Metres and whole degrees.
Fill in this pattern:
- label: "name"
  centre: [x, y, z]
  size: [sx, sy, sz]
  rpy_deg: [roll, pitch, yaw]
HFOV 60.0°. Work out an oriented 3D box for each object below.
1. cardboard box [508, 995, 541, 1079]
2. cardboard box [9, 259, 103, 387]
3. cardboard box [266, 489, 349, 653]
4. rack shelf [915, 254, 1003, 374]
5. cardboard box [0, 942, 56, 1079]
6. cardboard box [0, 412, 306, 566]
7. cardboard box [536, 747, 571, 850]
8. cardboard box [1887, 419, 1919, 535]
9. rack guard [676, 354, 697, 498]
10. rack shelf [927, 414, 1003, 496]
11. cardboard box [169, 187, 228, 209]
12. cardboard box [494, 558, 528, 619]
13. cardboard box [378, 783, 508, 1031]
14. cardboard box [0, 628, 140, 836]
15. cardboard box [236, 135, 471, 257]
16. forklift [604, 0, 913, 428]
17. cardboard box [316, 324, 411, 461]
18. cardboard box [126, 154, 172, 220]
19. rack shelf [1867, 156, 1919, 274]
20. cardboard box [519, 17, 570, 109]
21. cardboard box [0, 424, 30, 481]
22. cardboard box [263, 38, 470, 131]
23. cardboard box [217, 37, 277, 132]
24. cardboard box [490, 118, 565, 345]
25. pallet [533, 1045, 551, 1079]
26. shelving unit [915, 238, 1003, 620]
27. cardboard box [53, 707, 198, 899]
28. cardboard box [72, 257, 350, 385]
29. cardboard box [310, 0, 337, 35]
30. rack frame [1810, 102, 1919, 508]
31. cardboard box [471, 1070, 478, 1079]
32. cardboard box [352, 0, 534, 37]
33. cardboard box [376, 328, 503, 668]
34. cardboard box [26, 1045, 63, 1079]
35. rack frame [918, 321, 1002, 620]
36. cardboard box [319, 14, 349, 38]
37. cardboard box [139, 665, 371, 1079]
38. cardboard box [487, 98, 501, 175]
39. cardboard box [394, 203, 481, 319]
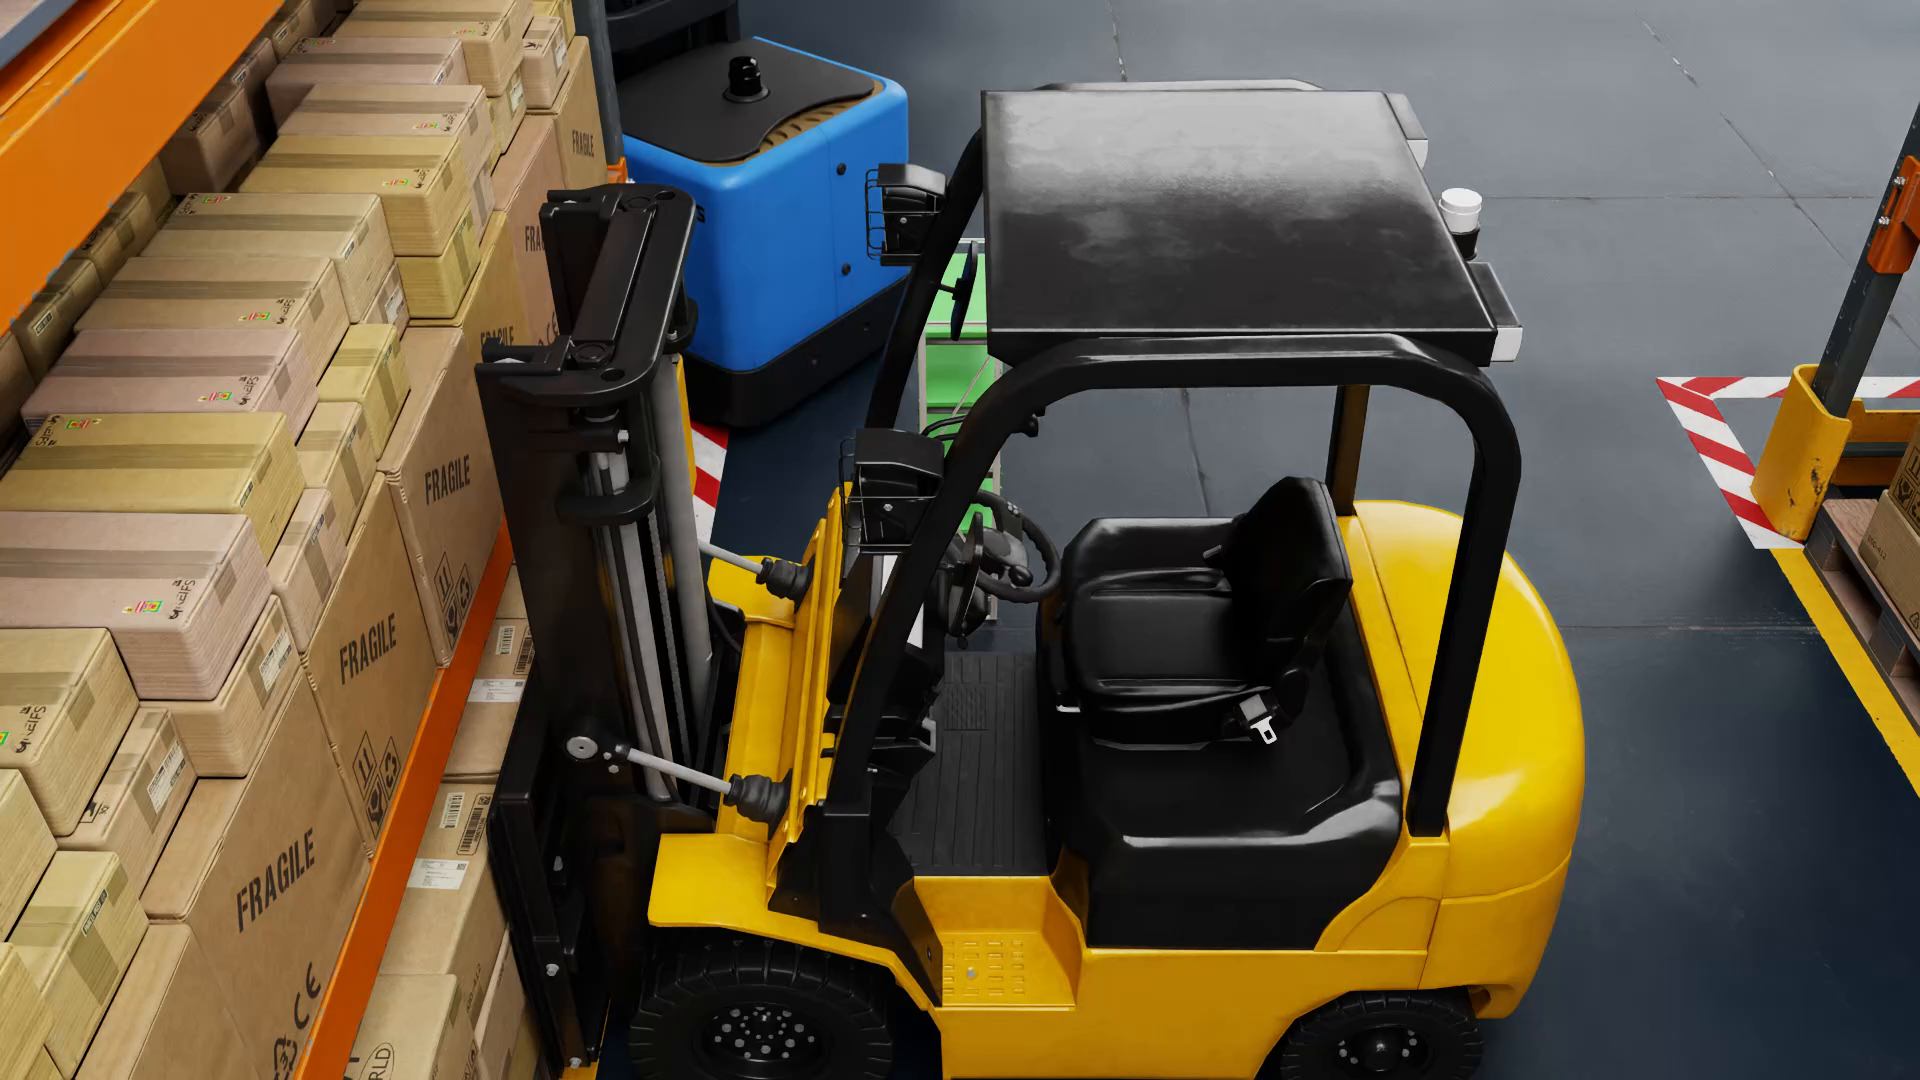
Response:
- label: "cardboard box"
  centre: [-1.238, 1.151, 3.778]
  size: [0.500, 0.250, 0.500]
  rpy_deg: [1, 39, 1]
- label: "cardboard box"
  centre: [-1.777, -0.383, 2.993]
  size: [0.380, 0.149, 0.250]
  rpy_deg: [1, 39, 1]
- label: "cardboard box"
  centre: [-1.228, 0.049, 2.692]
  size: [0.380, 0.149, 0.250]
  rpy_deg: [0, 39, -1]
- label: "rack shelf"
  centre: [0.000, -0.689, 4.985]
  size: [0.258, 0.148, 0.480]
  rpy_deg: [0, 39, 0]
- label: "cardboard box"
  centre: [-1.240, 0.576, 1.796]
  size: [0.380, 0.149, 0.250]
  rpy_deg: [1, 39, 1]
- label: "cardboard box"
  centre: [-1.265, -0.070, 2.603]
  size: [0.380, 0.149, 0.250]
  rpy_deg: [-1, 39, -1]
- label: "cardboard box"
  centre: [-1.219, 0.650, 4.004]
  size: [0.500, 0.250, 0.500]
  rpy_deg: [0, 39, 0]
- label: "cardboard box"
  centre: [3.148, -0.188, 4.849]
  size: [0.500, 0.500, 0.500]
  rpy_deg: [-1, 39, -2]
- label: "rack guard"
  centre: [-1.541, -0.357, 5.796]
  size: [1.175, 0.500, 0.348]
  rpy_deg: [0, 39, 0]
- label: "rack shelf"
  centre: [0.000, -0.315, 5.286]
  size: [0.258, 0.148, 0.480]
  rpy_deg: [0, 39, 0]
- label: "cardboard box"
  centre: [-1.873, -0.761, 3.703]
  size: [0.380, 0.149, 0.250]
  rpy_deg: [0, 39, 0]
- label: "cardboard box"
  centre: [-1.211, 0.124, 4.260]
  size: [0.500, 0.250, 0.500]
  rpy_deg: [0, 39, 1]
- label: "cardboard box"
  centre: [-1.225, 0.769, 3.455]
  size: [0.500, 0.250, 0.500]
  rpy_deg: [1, 39, 1]
- label: "cardboard box"
  centre: [-1.340, 0.253, 2.199]
  size: [0.380, 0.149, 0.250]
  rpy_deg: [-1, 39, -1]
- label: "cardboard box"
  centre: [-1.228, -0.704, 3.393]
  size: [0.380, 0.149, 0.250]
  rpy_deg: [1, 39, 1]
- label: "forklift"
  centre: [-1.656, -2.312, 6.292]
  size: [3.031, 2.935, 1.130]
  rpy_deg: [26, 45, 28]
- label: "cardboard box"
  centre: [-1.255, -0.275, 3.096]
  size: [0.380, 0.149, 0.250]
  rpy_deg: [-1, 39, -1]
- label: "cardboard box"
  centre: [-1.860, -0.703, 3.392]
  size: [0.380, 0.149, 0.250]
  rpy_deg: [-1, 39, -1]
- label: "rack shelf"
  centre: [3.425, 0.208, 3.667]
  size: [1.077, 0.370, 4.000]
  rpy_deg: [0, 39, 0]
- label: "cardboard box"
  centre: [-1.230, -1.233, 4.292]
  size: [0.380, 0.149, 0.250]
  rpy_deg: [1, 39, 1]
- label: "cardboard box"
  centre: [-1.799, -0.116, 2.898]
  size: [0.380, 0.149, 0.250]
  rpy_deg: [0, 39, -1]
- label: "cardboard box"
  centre: [-1.345, -1.028, 3.798]
  size: [0.380, 0.149, 0.250]
  rpy_deg: [0, 39, 0]
- label: "cardboard box"
  centre: [-1.788, -1.032, 3.803]
  size: [0.380, 0.149, 0.250]
  rpy_deg: [0, 39, 0]
- label: "cardboard box"
  centre: [-1.286, -0.725, 4.176]
  size: [0.500, 0.500, 0.500]
  rpy_deg: [1, 39, 1]
- label: "pallet"
  centre: [-1.499, 1.010, 4.321]
  size: [1.003, 0.211, 1.213]
  rpy_deg: [0, 39, 0]
- label: "shelving unit"
  centre: [0.000, -0.365, 5.246]
  size: [0.258, 1.200, 0.503]
  rpy_deg: [0, 39, 0]
- label: "cardboard box"
  centre: [-1.303, 0.367, 2.294]
  size: [0.380, 0.149, 0.250]
  rpy_deg: [0, 39, 0]
- label: "cardboard box"
  centre: [-1.339, -0.385, 2.996]
  size: [0.380, 0.149, 0.250]
  rpy_deg: [0, 39, 0]
- label: "cardboard box"
  centre: [-1.816, -1.349, 4.199]
  size: [0.380, 0.149, 0.250]
  rpy_deg: [1, 39, 1]
- label: "rack frame"
  centre: [3.423, -1.324, 5.003]
  size: [1.000, 3.000, 0.127]
  rpy_deg: [0, 39, 0]
- label: "cardboard box"
  centre: [-1.231, 1.280, 3.217]
  size: [0.500, 0.250, 0.500]
  rpy_deg: [0, 39, 0]
- label: "cardboard box"
  centre: [-1.298, -1.348, 4.197]
  size: [0.380, 0.149, 0.250]
  rpy_deg: [0, 39, 0]
- label: "cardboard box"
  centre: [-1.274, -0.090, 3.384]
  size: [0.500, 0.500, 0.500]
  rpy_deg: [0, 39, 0]
- label: "cardboard box"
  centre: [-1.273, 0.692, 1.889]
  size: [0.380, 0.149, 0.250]
  rpy_deg: [-1, 39, -1]
- label: "rack frame"
  centre: [0.000, -0.212, 5.055]
  size: [0.240, 1.200, 0.015]
  rpy_deg: [0, 39, 0]
- label: "cardboard box"
  centre: [-1.736, -1.243, 4.304]
  size: [0.380, 0.149, 0.250]
  rpy_deg: [0, 39, 0]
- label: "cardboard box"
  centre: [-1.293, 0.541, 2.596]
  size: [0.500, 0.500, 0.500]
  rpy_deg: [1, 39, 1]
- label: "cardboard box"
  centre: [-1.302, -0.916, 3.896]
  size: [0.380, 0.149, 0.250]
  rpy_deg: [0, 39, 0]
- label: "cardboard box"
  centre: [-1.234, -0.591, 3.490]
  size: [0.380, 0.149, 0.250]
  rpy_deg: [0, 39, 0]
